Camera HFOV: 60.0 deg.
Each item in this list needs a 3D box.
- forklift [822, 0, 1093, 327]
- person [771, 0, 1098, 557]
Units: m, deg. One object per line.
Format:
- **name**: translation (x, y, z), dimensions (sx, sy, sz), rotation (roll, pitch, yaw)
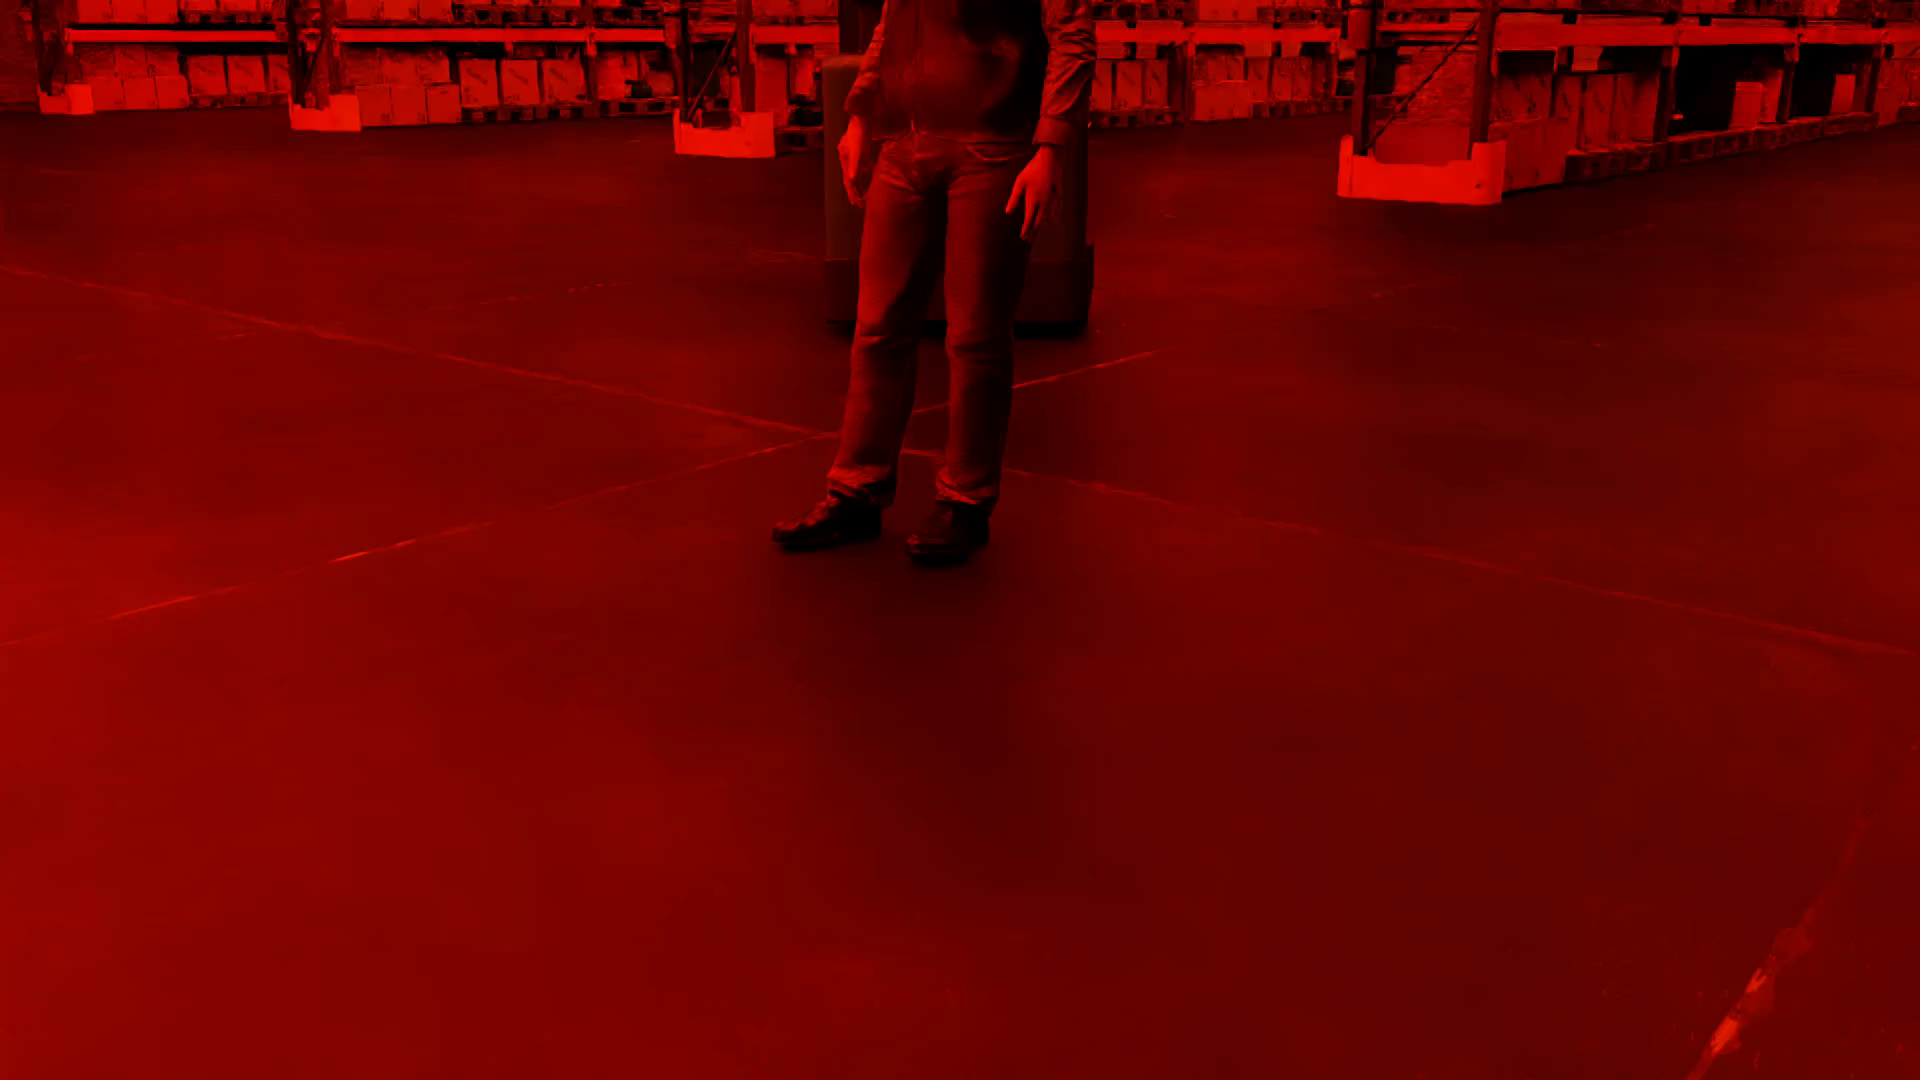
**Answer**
- **forklift**: translation (0.008, -2.631, 7.561), dimensions (1.130, 2.935, 3.031), rotation (0, 17, 1)
- **person**: translation (-0.046, -0.818, 3.649), dimensions (0.632, 1.720, 0.567), rotation (13, 21, 37)
